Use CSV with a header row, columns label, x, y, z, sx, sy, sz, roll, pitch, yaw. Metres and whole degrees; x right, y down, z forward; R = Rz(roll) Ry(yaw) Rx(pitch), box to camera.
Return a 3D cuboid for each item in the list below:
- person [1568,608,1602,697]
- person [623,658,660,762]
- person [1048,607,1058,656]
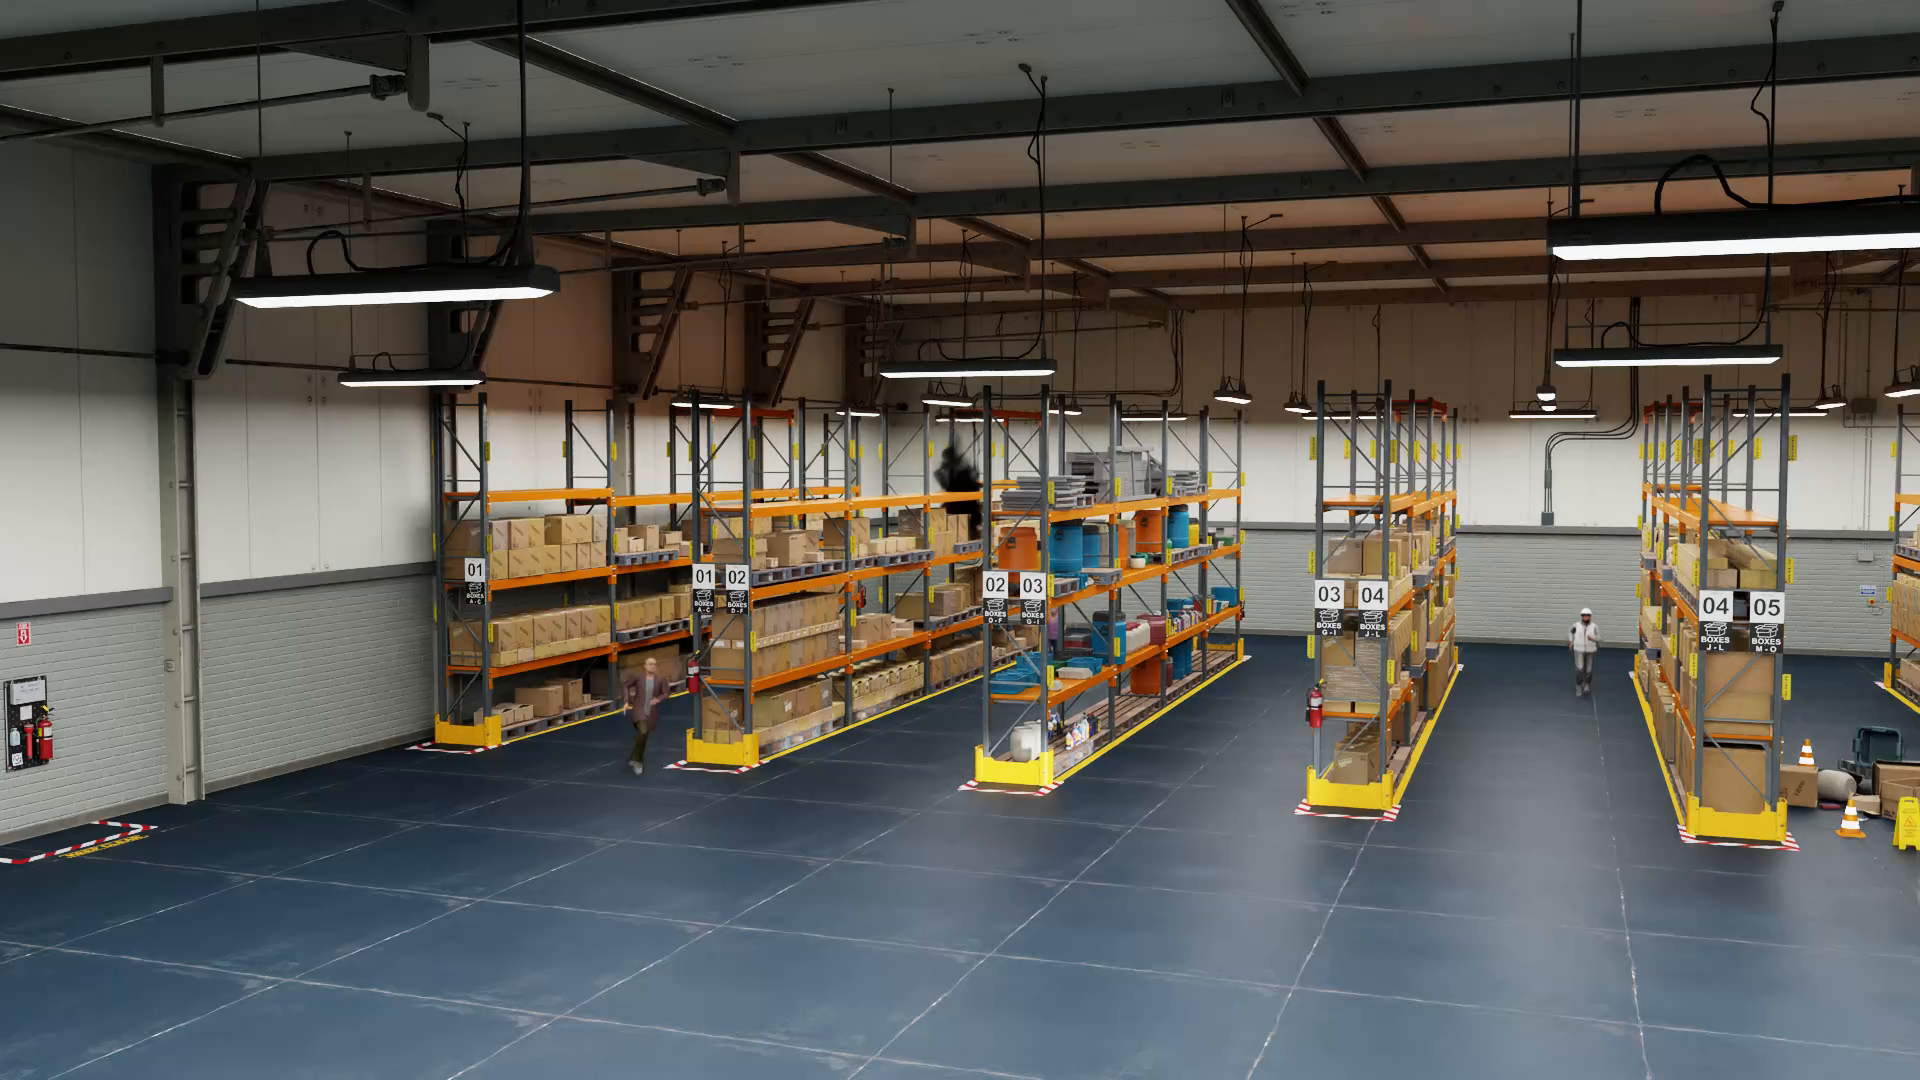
label,x,y,z,sx,sy,sz,roll,pitch,yaw
person,12.799,2.309,34.067,0.626,1.832,0.754,1,3,15
person,-4.896,2.680,26.034,0.677,1.650,0.673,-1,3,-26
person,2.074,2.278,37.367,0.525,1.465,0.529,1,3,11
